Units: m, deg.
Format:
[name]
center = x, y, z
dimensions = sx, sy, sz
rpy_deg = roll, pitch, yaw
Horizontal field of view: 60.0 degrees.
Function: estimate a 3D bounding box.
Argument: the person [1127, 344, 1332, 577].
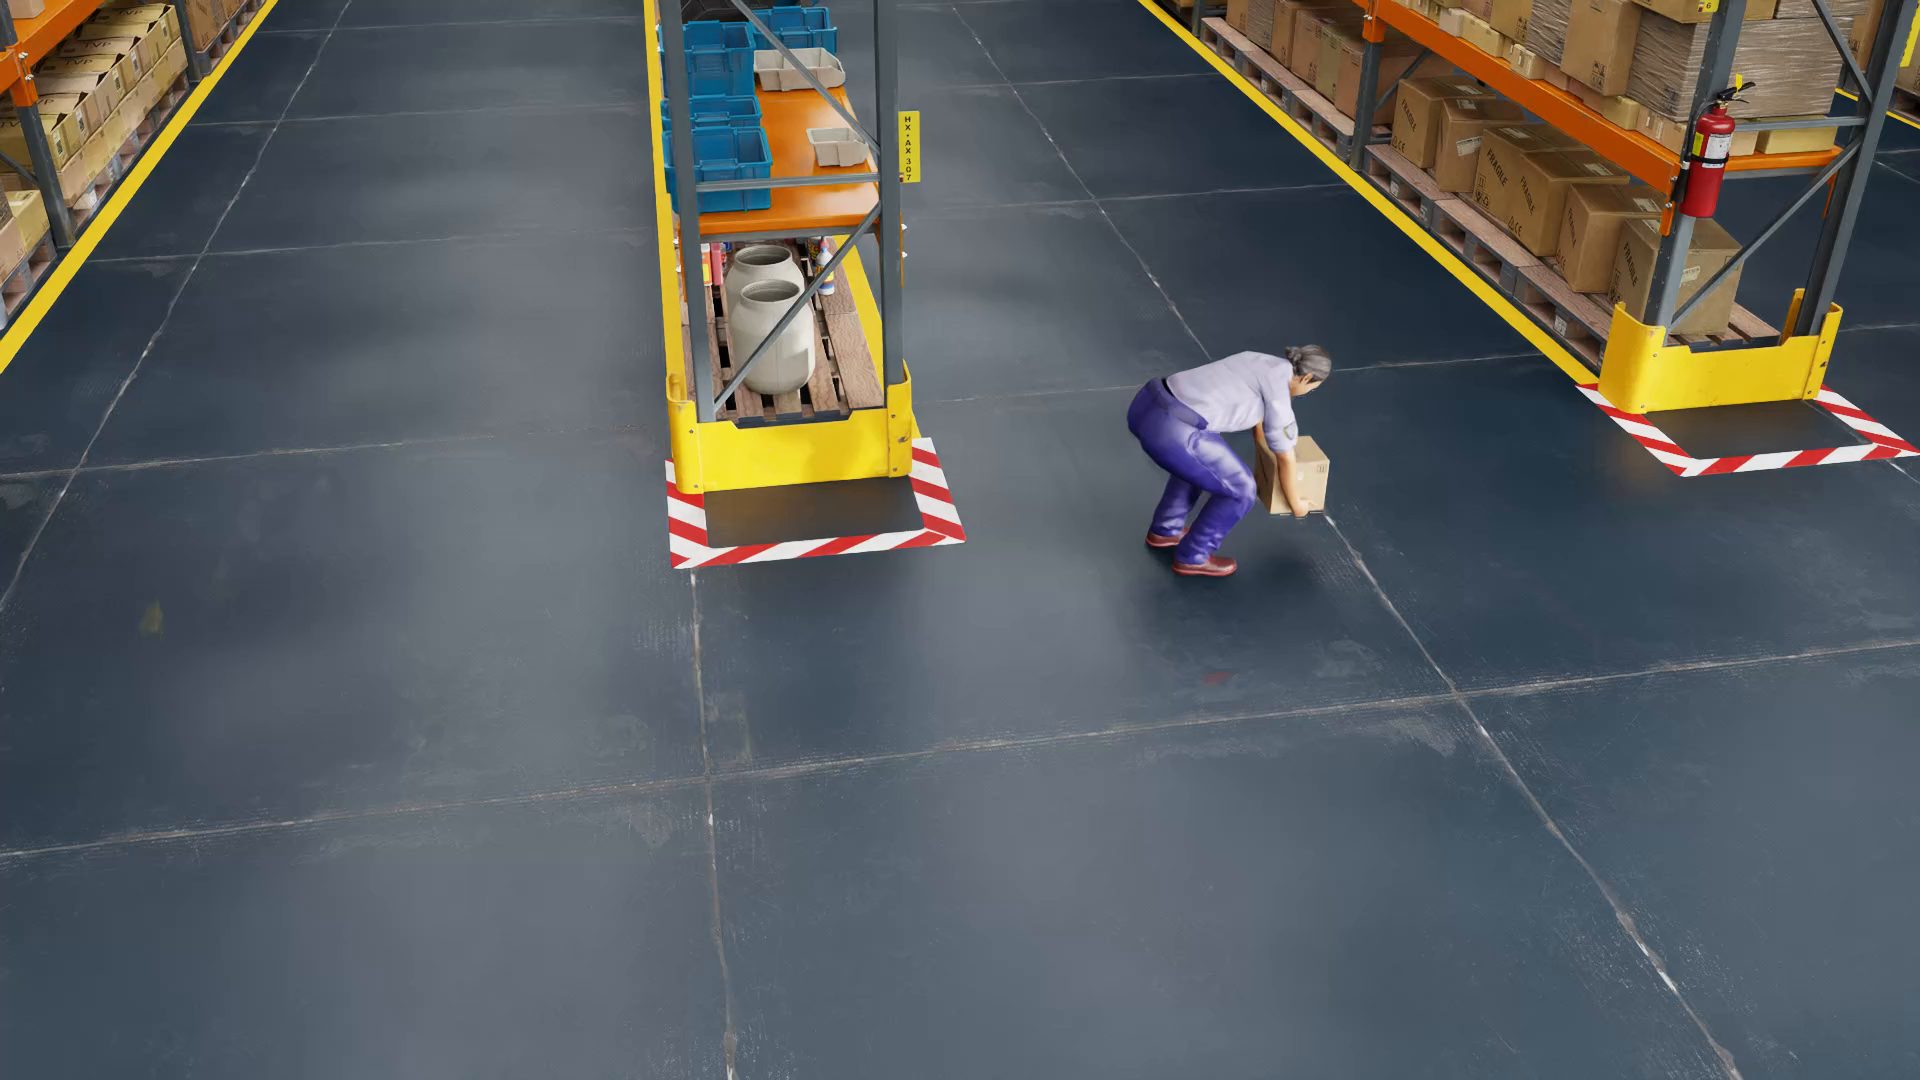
[person]
center = 1.182, -0.369, 7.387
dimensions = 0.892, 1.014, 0.506
rpy_deg = -7, 32, -11
